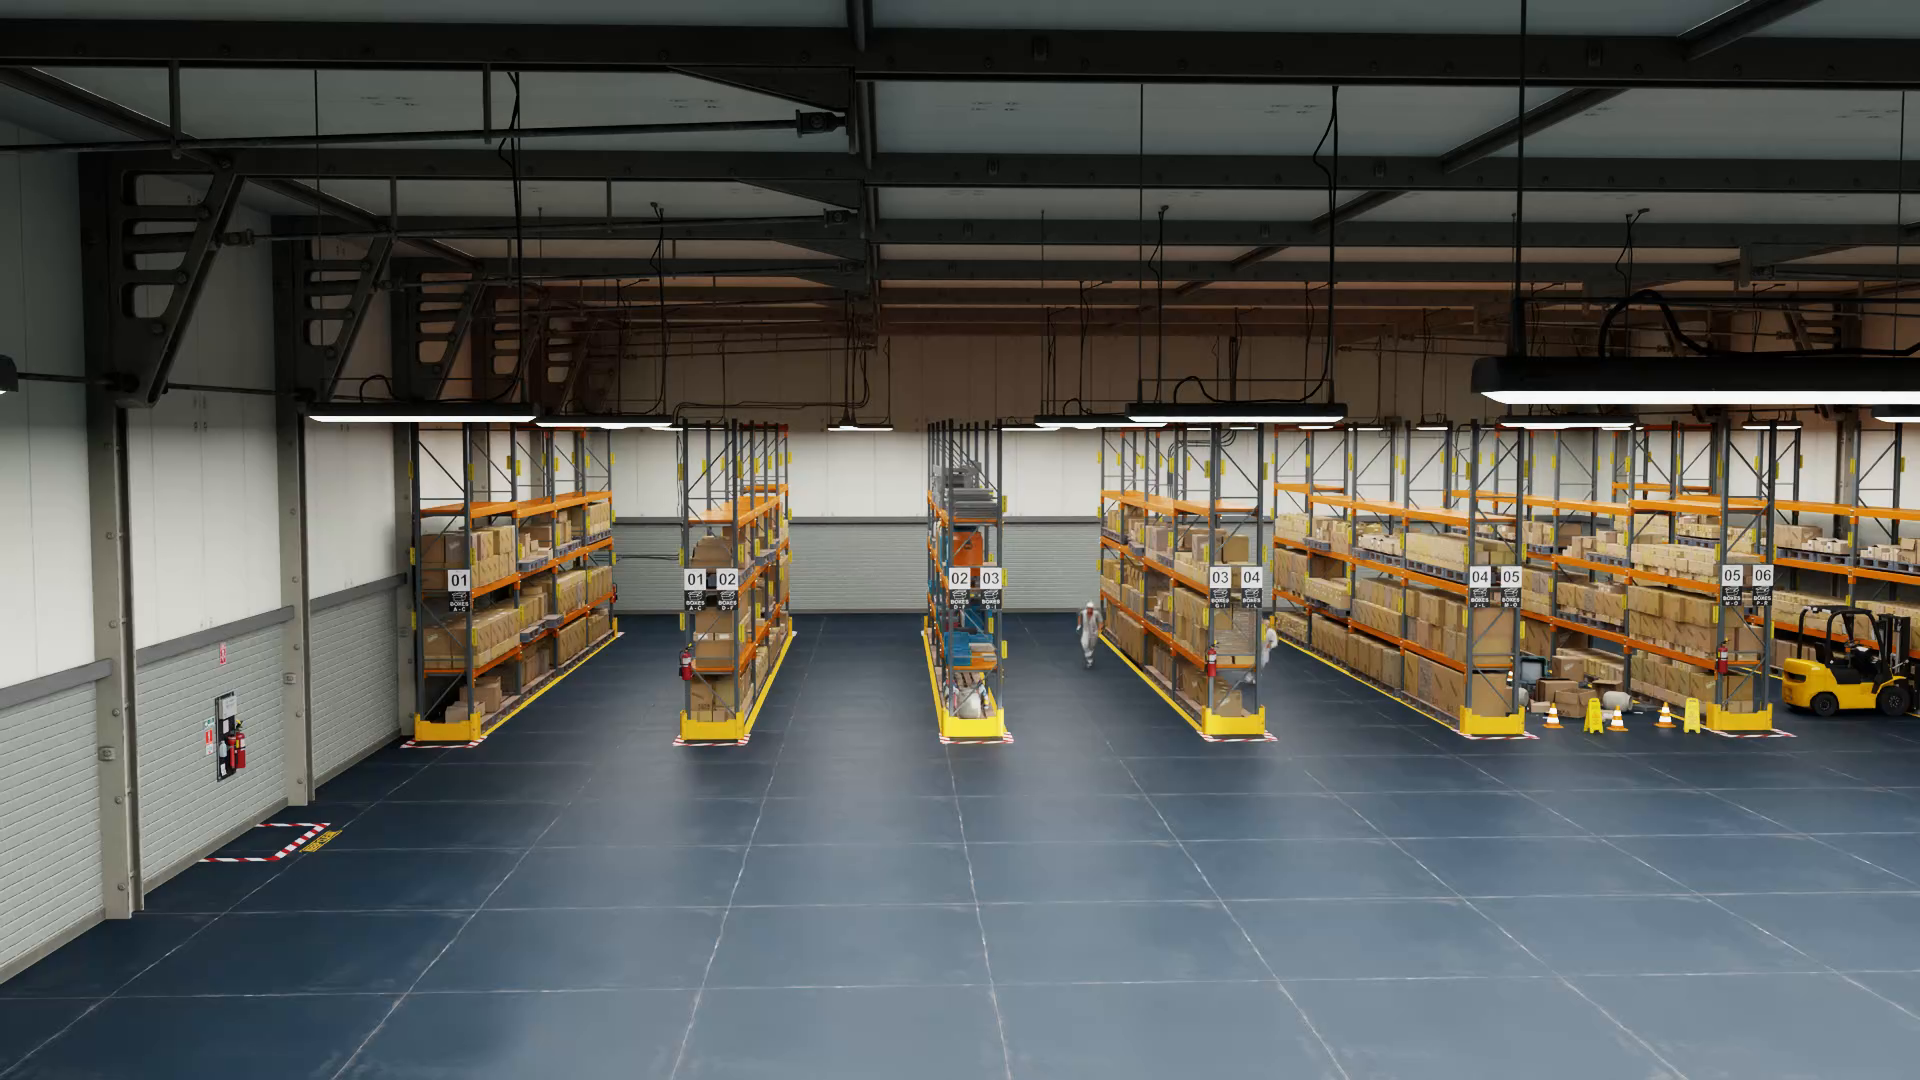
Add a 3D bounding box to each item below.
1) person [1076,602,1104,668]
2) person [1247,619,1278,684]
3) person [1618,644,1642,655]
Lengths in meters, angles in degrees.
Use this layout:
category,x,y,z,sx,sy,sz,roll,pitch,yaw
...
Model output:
category,x,y,z,sx,sy,sz,roll,pitch,yaw
person,3.218,2.287,40.969,0.679,1.624,1.127,1,4,8
person,6.803,2.531,37.614,0.713,1.546,1.076,0,4,3
person,17.221,2.160,42.652,0.575,1.644,0.893,-1,4,-16
